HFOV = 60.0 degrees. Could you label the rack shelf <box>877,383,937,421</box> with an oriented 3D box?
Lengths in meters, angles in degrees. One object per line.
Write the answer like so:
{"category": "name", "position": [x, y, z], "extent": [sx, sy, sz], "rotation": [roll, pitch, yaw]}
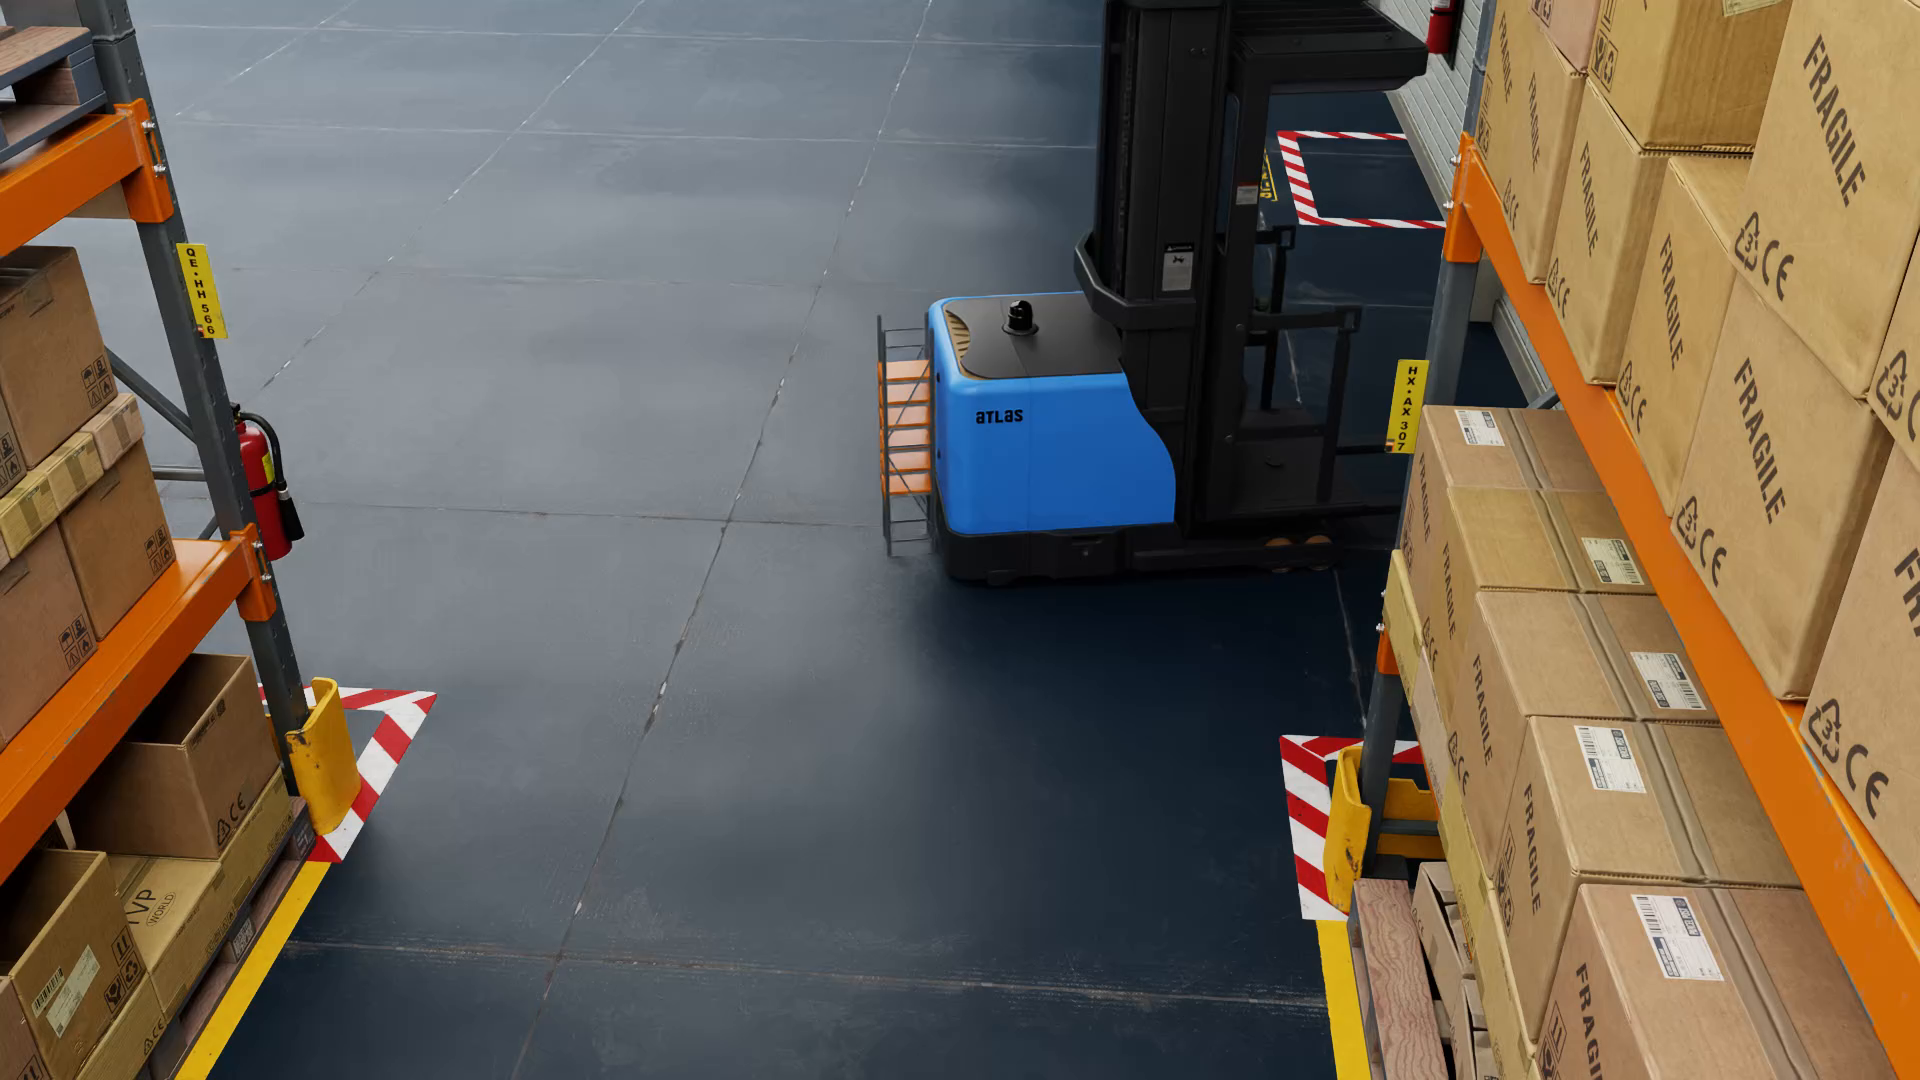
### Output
{"category": "rack shelf", "position": [-0.249, -0.651, 7.790], "extent": [0.258, 0.103, 0.180], "rotation": [-4, 32, -7]}

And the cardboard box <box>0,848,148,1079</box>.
{"category": "cardboard box", "position": [-2.799, 1.252, 4.864], "extent": [0.500, 0.500, 0.500], "rotation": [2, 32, 4]}

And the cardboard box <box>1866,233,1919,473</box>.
{"category": "cardboard box", "position": [1.432, -0.251, 1.872], "extent": [0.500, 0.500, 0.500], "rotation": [4, 32, 7]}

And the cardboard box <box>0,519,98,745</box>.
{"category": "cardboard box", "position": [-3.073, 0.239, 4.908], "extent": [0.700, 0.500, 0.500], "rotation": [3, 32, 5]}

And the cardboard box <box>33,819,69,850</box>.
{"category": "cardboard box", "position": [-3.289, 0.968, 5.326], "extent": [0.500, 0.500, 0.500], "rotation": [2, 32, 4]}

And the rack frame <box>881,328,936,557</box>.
{"category": "rack frame", "position": [-0.236, -0.437, 7.815], "extent": [0.240, 1.200, 0.006], "rotation": [-4, 32, -7]}

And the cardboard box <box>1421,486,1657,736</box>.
{"category": "cardboard box", "position": [1.564, 0.204, 4.469], "extent": [0.500, 0.500, 0.500], "rotation": [3, 32, 4]}

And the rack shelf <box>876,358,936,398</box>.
{"category": "rack shelf", "position": [-0.249, -0.753, 7.727], "extent": [0.258, 0.103, 0.180], "rotation": [-4, 32, -7]}

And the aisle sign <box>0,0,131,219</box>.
{"category": "aisle sign", "position": [-2.687, -1.365, 5.129], "extent": [0.394, 0.787, 0.004], "rotation": [2, 32, 4]}

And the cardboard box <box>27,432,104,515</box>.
{"category": "cardboard box", "position": [-2.846, -0.211, 5.019], "extent": [0.380, 0.149, 0.250], "rotation": [3, 32, 5]}

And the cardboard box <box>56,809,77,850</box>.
{"category": "cardboard box", "position": [-3.250, 1.026, 5.947], "extent": [0.500, 0.250, 0.500], "rotation": [2, 32, 4]}

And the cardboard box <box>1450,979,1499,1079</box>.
{"category": "cardboard box", "position": [1.760, 1.586, 4.960], "extent": [0.500, 0.311, 0.500], "rotation": [5, 32, 8]}

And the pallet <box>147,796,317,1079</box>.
{"category": "pallet", "position": [-3.005, 1.352, 5.855], "extent": [1.003, 0.211, 1.213], "rotation": [2, 32, 4]}

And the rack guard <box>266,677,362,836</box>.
{"category": "rack guard", "position": [-2.983, 0.815, 6.451], "extent": [1.175, 0.500, 0.348], "rotation": [2, 32, 4]}

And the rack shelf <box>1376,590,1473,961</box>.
{"category": "rack shelf", "position": [1.790, 1.325, 3.927], "extent": [1.077, 0.370, 4.000], "rotation": [2, 32, 4]}

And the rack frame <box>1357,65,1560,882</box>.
{"category": "rack frame", "position": [1.953, -0.027, 5.435], "extent": [1.000, 3.000, 0.127], "rotation": [2, 32, 4]}

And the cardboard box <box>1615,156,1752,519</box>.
{"category": "cardboard box", "position": [1.536, -0.359, 3.000], "extent": [0.500, 0.500, 0.500], "rotation": [4, 32, 7]}

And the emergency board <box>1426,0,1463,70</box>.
{"category": "emergency board", "position": [3.486, -4.052, 11.966], "extent": [0.194, 1.169, 0.643], "rotation": [2, 32, 4]}

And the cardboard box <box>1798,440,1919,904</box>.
{"category": "cardboard box", "position": [1.476, 0.198, 2.096], "extent": [0.500, 0.500, 0.500], "rotation": [0, 32, 0]}

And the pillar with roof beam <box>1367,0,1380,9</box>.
{"category": "pillar with roof beam", "position": [-0.556, -8.637, 13.687], "extent": [9.100, 9.000, 0.400], "rotation": [2, 32, 4]}

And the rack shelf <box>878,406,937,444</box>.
{"category": "rack shelf", "position": [-0.249, -0.549, 7.853], "extent": [0.258, 0.103, 0.180], "rotation": [-4, 32, -7]}

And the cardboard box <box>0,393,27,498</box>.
{"category": "cardboard box", "position": [-3.077, -0.285, 4.522], "extent": [0.700, 0.500, 0.500], "rotation": [2, 32, 3]}

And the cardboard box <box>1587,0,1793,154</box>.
{"category": "cardboard box", "position": [1.558, -1.061, 3.186], "extent": [0.500, 0.500, 0.500], "rotation": [3, 32, 5]}

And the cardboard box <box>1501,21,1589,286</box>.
{"category": "cardboard box", "position": [1.597, -0.912, 3.897], "extent": [0.500, 0.500, 0.500], "rotation": [4, 32, 7]}

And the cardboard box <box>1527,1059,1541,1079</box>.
{"category": "cardboard box", "position": [1.438, 1.335, 3.348], "extent": [0.500, 0.250, 0.500], "rotation": [2, 32, 4]}

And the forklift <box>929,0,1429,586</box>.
{"category": "forklift", "position": [1.389, -1.362, 7.666], "extent": [3.031, 2.935, 1.130], "rotation": [-4, 32, -6]}

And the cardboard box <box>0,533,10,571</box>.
{"category": "cardboard box", "position": [-2.889, 0.055, 4.589], "extent": [0.380, 0.149, 0.250], "rotation": [3, 32, 5]}

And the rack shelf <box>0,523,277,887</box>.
{"category": "rack shelf", "position": [-3.148, 1.115, 4.267], "extent": [1.077, 0.370, 4.000], "rotation": [2, 32, 4]}

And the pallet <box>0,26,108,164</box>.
{"category": "pallet", "position": [-3.068, -1.108, 4.413], "extent": [1.003, 0.211, 1.213], "rotation": [2, 32, 4]}

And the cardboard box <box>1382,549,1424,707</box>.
{"category": "cardboard box", "position": [1.597, 0.270, 5.077], "extent": [0.500, 0.250, 0.500], "rotation": [2, 32, 3]}

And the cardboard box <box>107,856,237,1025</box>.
{"category": "cardboard box", "position": [-2.763, 1.310, 5.486], "extent": [0.500, 0.250, 0.500], "rotation": [2, 32, 4]}

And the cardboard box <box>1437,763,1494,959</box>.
{"category": "cardboard box", "position": [1.521, 0.808, 4.204], "extent": [0.500, 0.250, 0.500], "rotation": [2, 32, 3]}

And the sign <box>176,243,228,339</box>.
{"category": "sign", "position": [-2.445, -0.800, 5.360], "extent": [0.100, 0.325, 0.005], "rotation": [2, 32, 4]}

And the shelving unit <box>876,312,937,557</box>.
{"category": "shelving unit", "position": [-0.249, -0.484, 7.892], "extent": [0.258, 1.200, 0.189], "rotation": [-4, 32, -7]}

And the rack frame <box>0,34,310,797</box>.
{"category": "rack frame", "position": [-2.985, -0.237, 5.775], "extent": [1.000, 3.000, 0.127], "rotation": [2, 32, 4]}

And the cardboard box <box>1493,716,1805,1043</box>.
{"category": "cardboard box", "position": [1.486, 0.744, 3.593], "extent": [0.500, 0.500, 0.500], "rotation": [3, 32, 6]}
